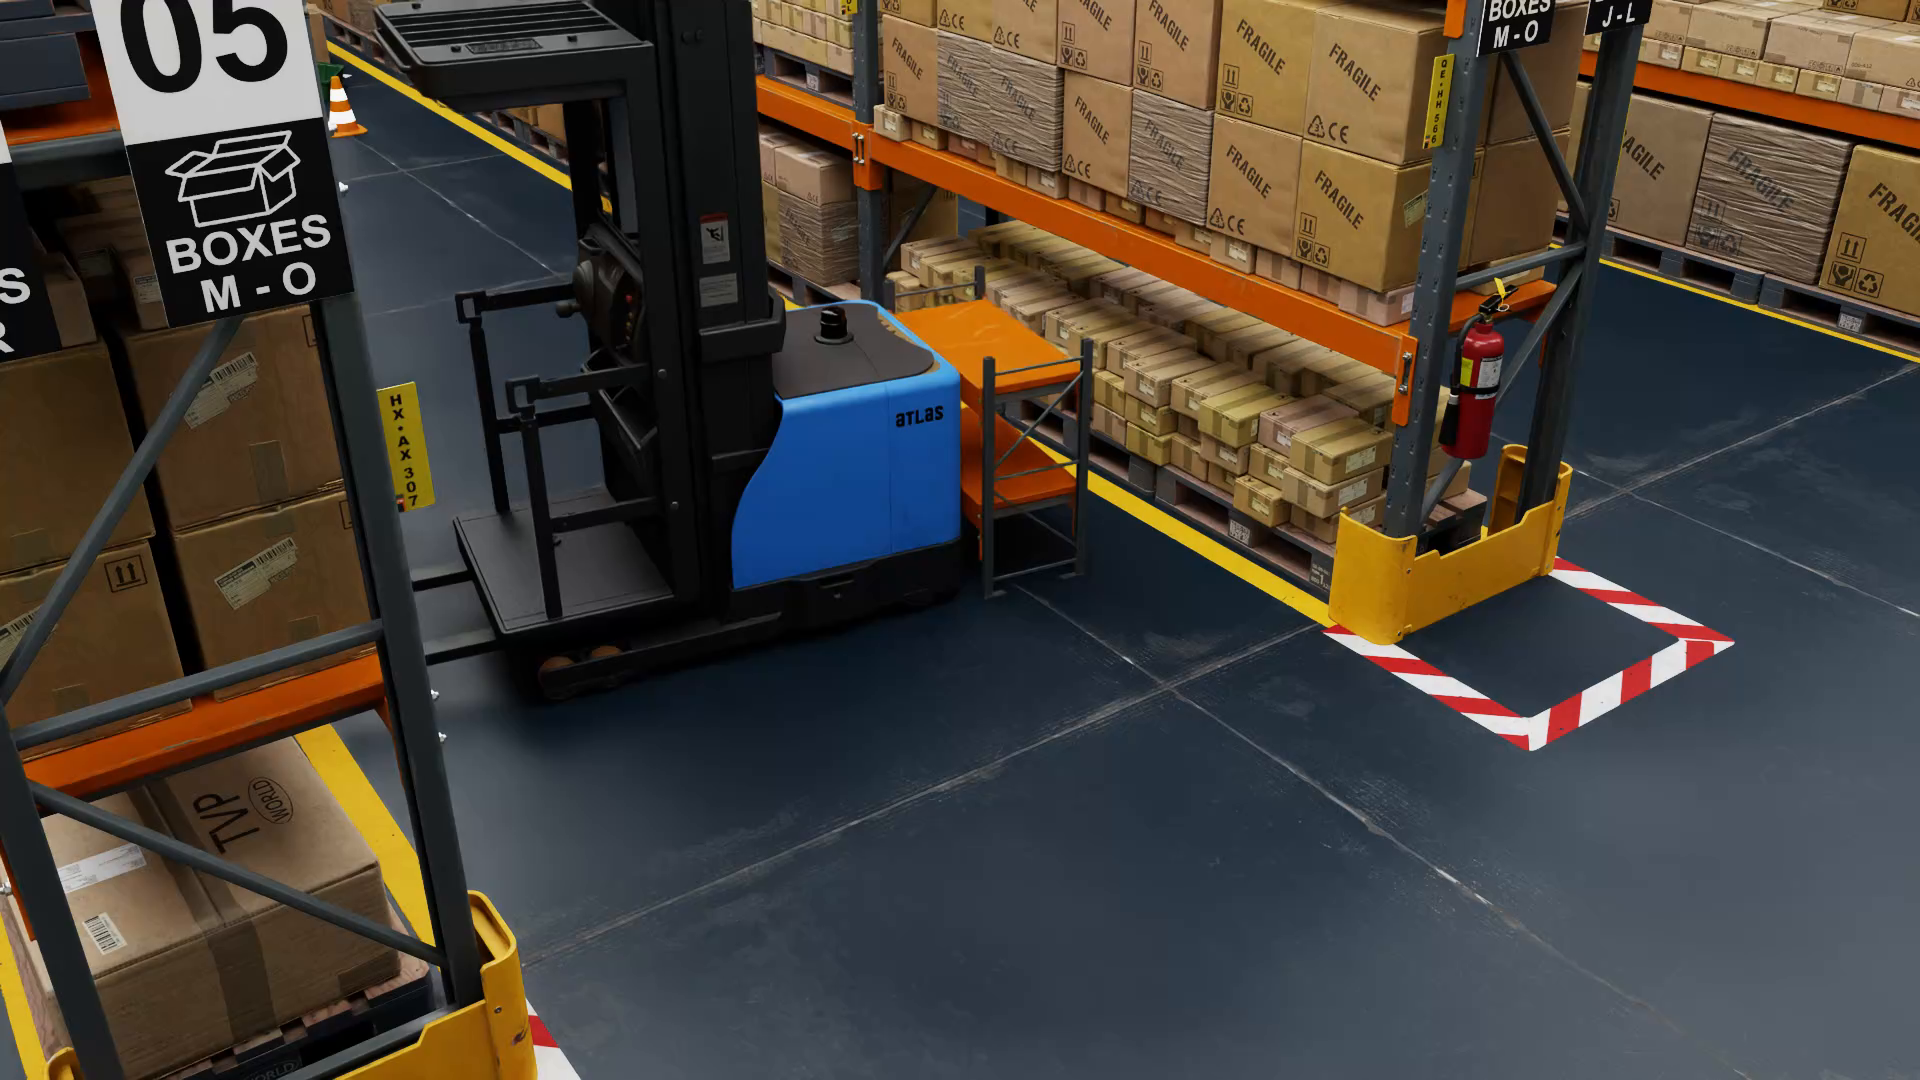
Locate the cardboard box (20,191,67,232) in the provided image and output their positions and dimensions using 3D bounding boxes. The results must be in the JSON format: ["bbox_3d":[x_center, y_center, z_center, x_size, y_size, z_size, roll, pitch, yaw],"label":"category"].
[{"bbox_3d":[-2.455,-0.800,4.928,0.500,0.500,0.500,-19,34,-31],"label":"cardboard box"}]

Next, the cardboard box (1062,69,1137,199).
[{"bbox_3d":[0.828,-1.935,7.754,0.500,0.500,0.500,-17,33,-28],"label":"cardboard box"}]

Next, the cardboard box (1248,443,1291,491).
[{"bbox_3d":[1.529,-0.369,7.522,0.380,0.149,0.250,-20,34,-32],"label":"cardboard box"}]

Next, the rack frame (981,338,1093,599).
[{"bbox_3d":[0.325,-0.294,7.112,0.500,1.125,0.032,-13,31,-22],"label":"rack frame"}]

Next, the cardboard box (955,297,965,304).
[{"bbox_3d":[0.195,-1.294,9.225,0.380,0.149,0.250,-19,34,-31],"label":"cardboard box"}]

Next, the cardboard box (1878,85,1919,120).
[{"bbox_3d":[5.502,-2.534,9.536,0.380,0.149,0.250,-19,34,-31],"label":"cardboard box"}]

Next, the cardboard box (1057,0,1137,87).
[{"bbox_3d":[0.795,-2.389,7.541,0.500,0.500,0.500,-20,34,-32],"label":"cardboard box"}]

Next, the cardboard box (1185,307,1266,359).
[{"bbox_3d":[1.369,-1.061,8.485,0.380,0.149,0.250,-18,33,-30],"label":"cardboard box"}]

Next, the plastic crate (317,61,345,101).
[{"bbox_3d":[-5.953,-4.224,15.270,0.450,0.188,0.662,6,28,-10],"label":"plastic crate"}]

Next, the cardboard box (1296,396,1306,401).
[{"bbox_3d":[1.754,-0.594,7.936,0.380,0.149,0.250,-18,33,-30],"label":"cardboard box"}]

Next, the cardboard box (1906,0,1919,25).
[{"bbox_3d":[5.926,-3.248,9.647,0.500,0.500,0.500,-20,34,-32],"label":"cardboard box"}]

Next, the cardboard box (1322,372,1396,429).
[{"bbox_3d":[1.890,-0.629,7.689,0.380,0.149,0.250,-18,33,-30],"label":"cardboard box"}]

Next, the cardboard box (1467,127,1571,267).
[{"bbox_3d":[2.140,-1.490,6.934,0.500,0.500,0.500,-17,33,-28],"label":"cardboard box"}]

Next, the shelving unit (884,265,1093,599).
[{"bbox_3d":[0.105,-0.512,7.515,0.538,1.125,1.048,-13,31,-22],"label":"shelving unit"}]

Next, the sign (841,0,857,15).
[{"bbox_3d":[-0.595,-2.973,8.868,0.100,0.325,0.005,-19,34,-31],"label":"sign"}]

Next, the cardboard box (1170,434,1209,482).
[{"bbox_3d":[1.231,-0.434,7.953,0.380,0.149,0.250,-18,33,-30],"label":"cardboard box"}]

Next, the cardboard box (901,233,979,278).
[{"bbox_3d":[-0.114,-1.621,9.516,0.380,0.149,0.250,-17,33,-29],"label":"cardboard box"}]

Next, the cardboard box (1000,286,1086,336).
[{"bbox_3d":[0.435,-1.196,8.734,0.380,0.149,0.250,-18,33,-30],"label":"cardboard box"}]

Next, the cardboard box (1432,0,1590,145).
[{"bbox_3d":[2.131,-1.926,6.690,0.500,0.500,0.500,-19,34,-31],"label":"cardboard box"}]

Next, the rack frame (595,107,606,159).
[{"bbox_3d":[-2.465,-4.174,12.293,1.000,3.000,0.127,-19,34,-31],"label":"rack frame"}]

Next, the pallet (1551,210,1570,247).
[{"bbox_3d":[4.331,-2.410,11.967,1.003,0.211,1.213,-19,34,-31],"label":"pallet"}]

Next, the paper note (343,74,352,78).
[{"bbox_3d":[-5.913,-4.435,15.884,0.142,0.020,0.147,7,29,13],"label":"paper note"}]

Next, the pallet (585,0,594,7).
[{"bbox_3d":[-1.965,-3.842,11.883,1.213,0.211,1.003,-19,34,-31],"label":"pallet"}]

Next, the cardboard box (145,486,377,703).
[{"bbox_3d":[-1.843,0.035,4.437,0.500,0.500,0.500,-19,34,-31],"label":"cardboard box"}]

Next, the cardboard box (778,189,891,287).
[{"bbox_3d":[-0.780,-1.923,10.327,0.500,0.500,0.500,-19,34,-32],"label":"cardboard box"}]

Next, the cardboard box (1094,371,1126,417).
[{"bbox_3d":[0.889,-0.757,8.236,0.380,0.149,0.250,-17,33,-28],"label":"cardboard box"}]

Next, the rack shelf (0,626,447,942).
[{"bbox_3d":[-2.958,-0.116,5.574,1.077,0.370,4.000,-19,34,-31],"label":"rack shelf"}]

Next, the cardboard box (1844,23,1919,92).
[{"bbox_3d":[5.483,-2.775,9.562,0.500,0.250,0.500,-19,34,-31],"label":"cardboard box"}]

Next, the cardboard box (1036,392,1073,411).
[{"bbox_3d":[0.590,-0.827,8.677,0.380,0.149,0.250,-20,34,-32],"label":"cardboard box"}]

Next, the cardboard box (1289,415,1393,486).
[{"bbox_3d":[1.662,-0.393,7.254,0.380,0.149,0.250,-18,33,-30],"label":"cardboard box"}]

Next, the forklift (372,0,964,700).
[{"bbox_3d":[-1.542,-0.944,6.417,3.031,2.935,1.130,-13,31,-22],"label":"forklift"}]

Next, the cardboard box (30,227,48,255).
[{"bbox_3d":[-2.336,-0.599,3.878,0.380,0.149,0.250,-18,33,-30],"label":"cardboard box"}]

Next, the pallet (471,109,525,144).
[{"bbox_3d":[-3.565,-3.750,14.434,1.003,0.211,1.213,-19,34,-31],"label":"pallet"}]

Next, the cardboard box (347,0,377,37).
[{"bbox_3d":[-5.619,-5.593,16.692,0.875,0.875,0.875,-19,34,-30],"label":"cardboard box"}]

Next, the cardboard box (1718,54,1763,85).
[{"bbox_3d":[4.913,-2.929,10.264,0.380,0.149,0.250,-18,33,-30],"label":"cardboard box"}]

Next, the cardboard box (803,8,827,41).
[{"bbox_3d":[-0.690,-3.026,9.691,0.380,0.149,0.250,-19,34,-30],"label":"cardboard box"}]

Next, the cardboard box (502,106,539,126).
[{"bbox_3d":[-3.255,-3.971,13.836,1.050,0.750,0.750,-18,33,-30],"label":"cardboard box"}]

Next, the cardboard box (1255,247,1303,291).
[{"bbox_3d":[1.484,-1.203,7.085,0.380,0.149,0.250,-19,34,-31],"label":"cardboard box"}]

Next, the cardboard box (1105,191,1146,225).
[{"bbox_3d":[0.913,-1.626,7.864,0.380,0.149,0.250,-18,33,-30],"label":"cardboard box"}]

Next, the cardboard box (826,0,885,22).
[{"bbox_3d":[-0.537,-3.057,9.435,0.380,0.149,0.250,-17,33,-28],"label":"cardboard box"}]

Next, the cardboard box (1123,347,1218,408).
[{"bbox_3d":[1.009,-0.779,7.966,0.380,0.149,0.250,-17,33,-29],"label":"cardboard box"}]

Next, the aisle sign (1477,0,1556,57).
[{"bbox_3d":[1.973,-2.095,5.741,0.394,0.787,0.004,-19,34,-31],"label":"aisle sign"}]

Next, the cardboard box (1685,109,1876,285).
[{"bbox_3d":[5.310,-2.229,10.498,0.875,0.875,0.875,-19,34,-31],"label":"cardboard box"}]

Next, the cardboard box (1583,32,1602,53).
[{"bbox_3d":[4.314,-3.329,11.001,0.380,0.149,0.250,-20,34,-32],"label":"cardboard box"}]

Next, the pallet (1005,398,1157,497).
[{"bbox_3d":[0.985,-0.668,8.758,1.003,0.211,1.213,-19,34,-31],"label":"pallet"}]

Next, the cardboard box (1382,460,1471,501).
[{"bbox_3d":[2.132,-0.288,7.685,0.380,0.149,0.250,-18,33,-30],"label":"cardboard box"}]

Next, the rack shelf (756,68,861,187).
[{"bbox_3d":[-1.305,-3.081,11.033,1.077,0.370,4.000,-19,34,-31],"label":"rack shelf"}]

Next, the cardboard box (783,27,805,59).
[{"bbox_3d":[-0.831,-2.991,9.938,0.380,0.149,0.250,-19,34,-31],"label":"cardboard box"}]

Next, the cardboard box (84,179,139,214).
[{"bbox_3d":[-2.046,-0.853,4.345,0.380,0.149,0.250,-18,33,-29],"label":"cardboard box"}]

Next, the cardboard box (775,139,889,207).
[{"bbox_3d":[-0.783,-2.254,10.151,0.500,0.250,0.500,-20,34,-32],"label":"cardboard box"}]

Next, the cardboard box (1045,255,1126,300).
[{"bbox_3d":[0.691,-1.440,9.183,0.380,0.149,0.250,-18,33,-29],"label":"cardboard box"}]

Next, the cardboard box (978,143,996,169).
[{"bbox_3d":[0.313,-2.032,8.612,0.380,0.149,0.250,-20,35,-33],"label":"cardboard box"}]
